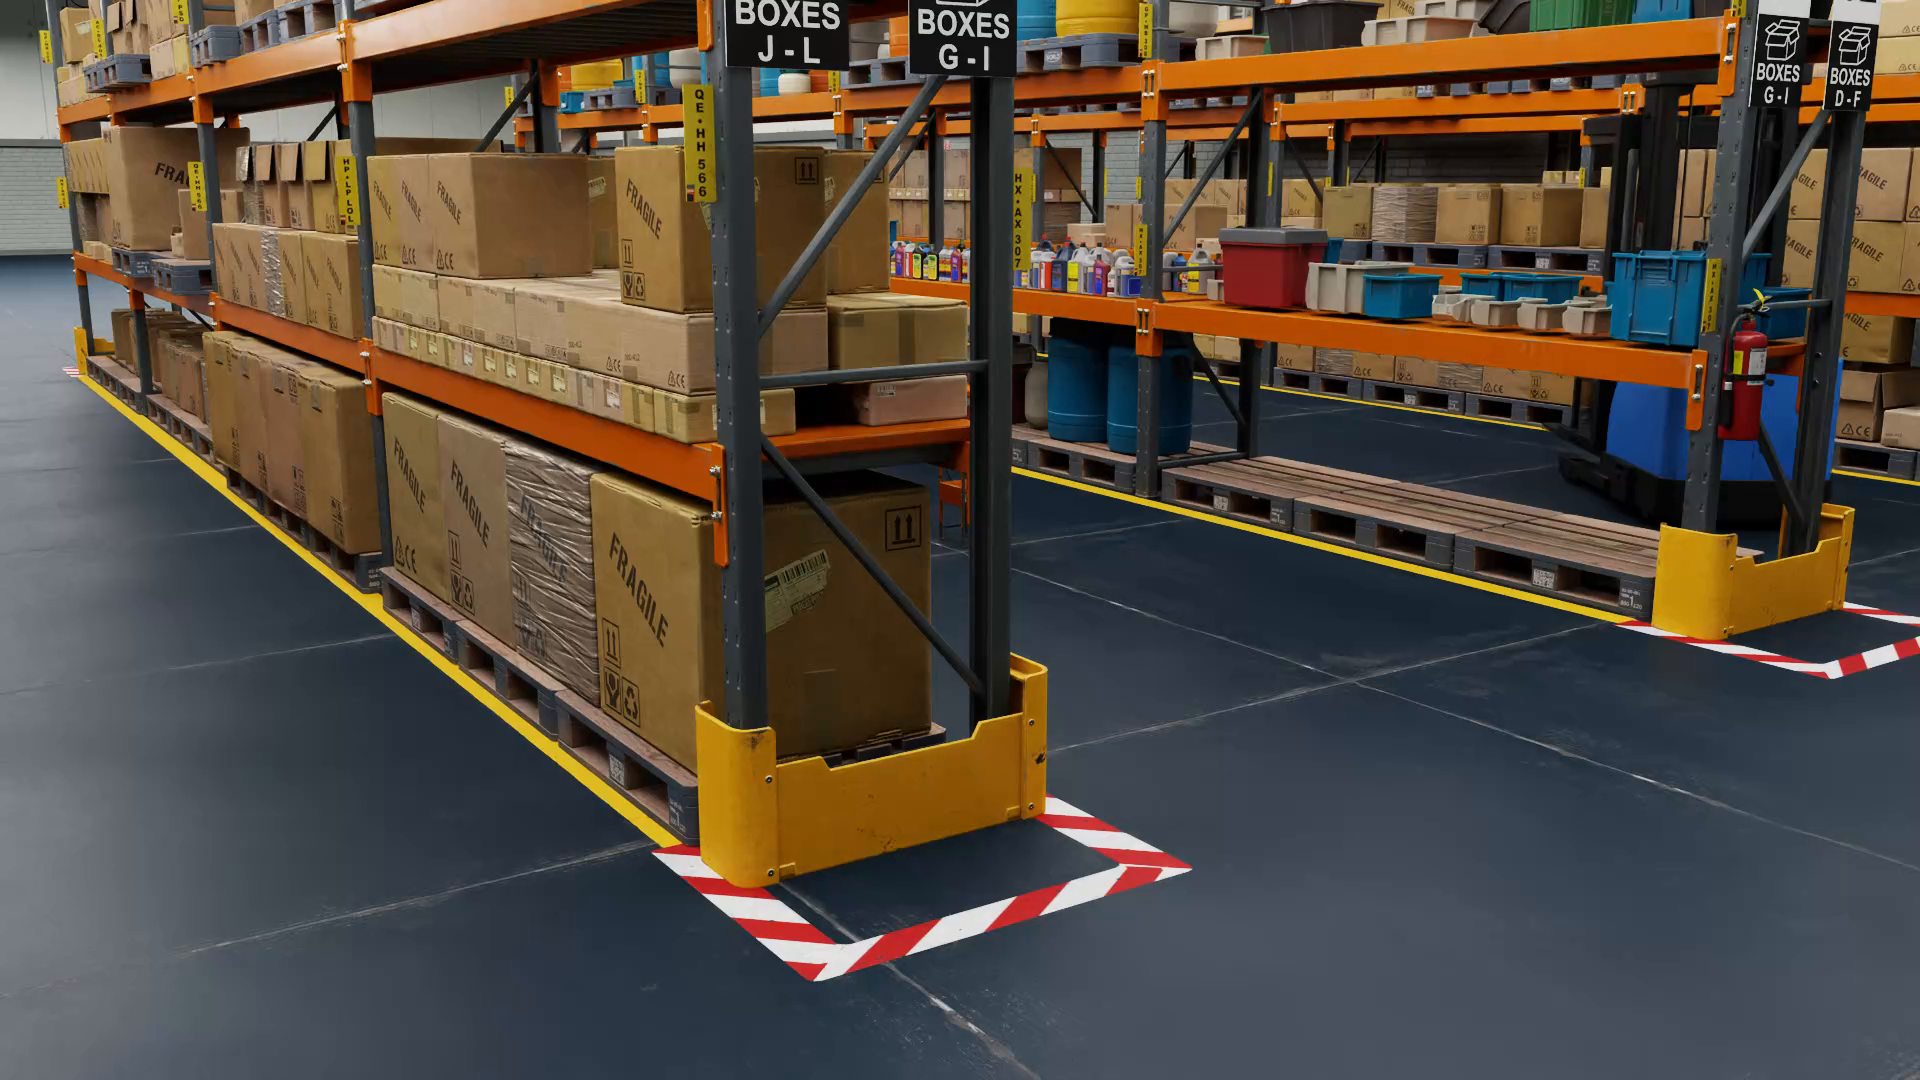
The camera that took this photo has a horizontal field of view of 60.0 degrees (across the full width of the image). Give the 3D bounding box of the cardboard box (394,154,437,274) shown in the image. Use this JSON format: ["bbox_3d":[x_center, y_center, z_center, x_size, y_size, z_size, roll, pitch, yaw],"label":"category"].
[{"bbox_3d":[-2.175,-1.454,7.387,0.500,0.500,0.500,-8,15,-33],"label":"cardboard box"}]

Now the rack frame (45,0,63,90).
[{"bbox_3d":[-9.143,-6.284,17.534,1.000,3.000,0.127,-8,15,-33],"label":"rack frame"}]

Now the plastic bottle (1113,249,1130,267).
[{"bbox_3d":[1.177,-2.037,12.446,0.152,0.276,0.135,-8,15,-33],"label":"plastic bottle"}]

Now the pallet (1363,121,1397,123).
[{"bbox_3d":[5.698,-5.652,22.105,1.213,0.211,1.003,-8,15,-33],"label":"pallet"}]

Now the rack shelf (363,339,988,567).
[{"bbox_3d":[-1.386,-0.512,6.866,1.077,0.370,4.000,-8,15,-33],"label":"rack shelf"}]

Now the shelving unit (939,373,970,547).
[{"bbox_3d":[0.030,-0.503,9.706,0.215,1.050,0.252,-8,15,-33],"label":"shelving unit"}]

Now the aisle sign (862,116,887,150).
[{"bbox_3d":[-1.185,-5.771,23.144,0.394,0.787,0.004,-8,15,-33],"label":"aisle sign"}]

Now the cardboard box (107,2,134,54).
[{"bbox_3d":[-6.749,-4.268,14.110,0.797,0.503,0.637,-9,15,-36],"label":"cardboard box"}]

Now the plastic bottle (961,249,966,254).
[{"bbox_3d":[0.041,-2.376,14.169,0.097,0.201,0.097,0,12,0],"label":"plastic bottle"}]

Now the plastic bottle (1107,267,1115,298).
[{"bbox_3d":[1.055,-1.758,11.343,0.097,0.201,0.097,0,12,0],"label":"plastic bottle"}]

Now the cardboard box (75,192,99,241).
[{"bbox_3d":[-8.861,-3.447,17.670,0.875,0.500,0.500,-8,15,-33],"label":"cardboard box"}]

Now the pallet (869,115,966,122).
[{"bbox_3d":[-0.524,-5.819,22.634,1.003,0.211,1.213,-8,15,-33],"label":"pallet"}]

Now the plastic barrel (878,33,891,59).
[{"bbox_3d":[-0.504,-4.128,14.436,0.421,0.512,0.421,0,12,0],"label":"plastic barrel"}]

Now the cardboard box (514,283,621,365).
[{"bbox_3d":[-1.330,-0.815,6.224,0.500,0.250,0.500,-9,15,-35],"label":"cardboard box"}]

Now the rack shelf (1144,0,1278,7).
[{"bbox_3d":[2.430,-5.842,18.133,1.077,0.370,4.000,-8,15,-33],"label":"rack shelf"}]

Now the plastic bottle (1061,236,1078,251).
[{"bbox_3d":[0.855,-2.178,12.917,0.144,0.351,0.185,-8,15,-33],"label":"plastic bottle"}]

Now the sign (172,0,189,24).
[{"bbox_3d":[-5.163,-3.585,11.001,0.100,0.325,0.005,-8,15,-33],"label":"sign"}]

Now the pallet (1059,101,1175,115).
[{"bbox_3d":[1.822,-5.031,19.270,0.805,0.209,1.217,-9,15,-35],"label":"pallet"}]

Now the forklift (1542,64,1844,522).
[{"bbox_3d":[4.838,-1.809,11.273,1.130,2.935,3.031,0,12,2],"label":"forklift"}]

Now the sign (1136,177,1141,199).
[{"bbox_3d":[2.776,-5.471,25.832,0.100,0.325,0.005,-8,15,-33],"label":"sign"}]

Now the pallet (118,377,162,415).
[{"bbox_3d":[-7.328,-1.395,15.747,1.003,0.211,1.213,-8,15,-33],"label":"pallet"}]

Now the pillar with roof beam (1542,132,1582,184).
[{"bbox_3d":[4.076,-6.444,18.266,9.100,9.000,0.400,-8,15,-33],"label":"pillar with roof beam"}]

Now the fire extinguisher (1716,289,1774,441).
[{"bbox_3d":[3.551,-0.794,7.523,0.296,0.674,0.183,-8,15,-33],"label":"fire extinguisher"}]

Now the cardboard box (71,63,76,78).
[{"bbox_3d":[-8.654,-4.675,16.617,0.380,0.149,0.250,-8,15,-33],"label":"cardboard box"}]

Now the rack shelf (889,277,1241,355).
[{"bbox_3d":[0.521,-1.810,12.800,1.077,0.370,4.000,-8,15,-33],"label":"rack shelf"}]

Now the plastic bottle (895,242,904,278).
[{"bbox_3d":[-0.472,-2.281,13.543,0.061,0.283,0.133,-8,15,-33],"label":"plastic bottle"}]

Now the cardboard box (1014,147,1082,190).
[{"bbox_3d":[1.071,-4.575,20.489,0.700,0.500,0.500,-8,15,-32],"label":"cardboard box"}]

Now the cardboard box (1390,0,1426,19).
[{"bbox_3d":[4.340,-4.845,15.402,0.500,0.500,0.500,-8,15,-33],"label":"cardboard box"}]

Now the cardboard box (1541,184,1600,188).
[{"bbox_3d":[7.392,-4.036,20.031,0.700,0.500,0.500,-10,16,-39],"label":"cardboard box"}]

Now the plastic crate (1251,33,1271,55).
[{"bbox_3d":[2.115,-3.128,10.618,0.450,0.188,0.662,-8,15,-33],"label":"plastic crate"}]

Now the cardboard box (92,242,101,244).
[{"bbox_3d":[-8.646,-2.972,17.017,0.380,0.149,0.250,-8,15,-33],"label":"cardboard box"}]

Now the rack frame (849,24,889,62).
[{"bbox_3d":[-0.587,-5.448,13.709,1.000,3.000,0.127,-8,15,-33],"label":"rack frame"}]

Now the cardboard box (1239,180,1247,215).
[{"bbox_3d":[4.373,-4.930,23.934,0.500,0.500,0.500,-9,15,-34],"label":"cardboard box"}]

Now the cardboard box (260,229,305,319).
[{"bbox_3d":[-3.818,-1.590,9.875,0.500,0.500,0.500,-8,15,-33],"label":"cardboard box"}]

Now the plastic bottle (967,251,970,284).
[{"bbox_3d":[0.152,-2.094,12.708,0.152,0.276,0.135,-8,15,-33],"label":"plastic bottle"}]

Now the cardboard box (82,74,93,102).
[{"bbox_3d":[-7.964,-4.268,15.689,0.500,0.250,0.500,-8,15,-33],"label":"cardboard box"}]

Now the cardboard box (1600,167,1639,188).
[{"bbox_3d":[7.713,-4.143,19.055,0.500,0.250,0.500,-8,14,-31],"label":"cardboard box"}]

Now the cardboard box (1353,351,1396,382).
[{"bbox_3d":[4.121,-1.799,15.889,0.500,0.500,0.500,-8,15,-34],"label":"cardboard box"}]

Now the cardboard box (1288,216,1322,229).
[{"bbox_3d":[4.929,-4.386,23.200,0.500,0.250,0.500,-8,15,-33],"label":"cardboard box"}]

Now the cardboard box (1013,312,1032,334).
[{"bbox_3d":[0.884,-2.732,20.788,0.500,0.250,0.500,-8,15,-33],"label":"cardboard box"}]

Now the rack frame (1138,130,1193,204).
[{"bbox_3d":[3.228,-5.112,26.218,1.000,3.000,0.127,-8,15,-33],"label":"rack frame"}]

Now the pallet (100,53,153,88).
[{"bbox_3d":[-6.096,-3.709,13.220,1.213,0.211,1.003,-8,15,-33],"label":"pallet"}]

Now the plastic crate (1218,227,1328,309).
[{"bbox_3d":[1.915,-1.678,10.221,0.402,0.464,0.583,-8,15,-33],"label":"plastic crate"}]

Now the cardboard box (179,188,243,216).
[{"bbox_3d":[-5.889,-2.600,13.506,0.797,0.503,0.637,-6,14,-27],"label":"cardboard box"}]

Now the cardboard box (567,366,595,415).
[{"bbox_3d":[-1.171,-0.545,5.921,0.380,0.149,0.250,-8,15,-32],"label":"cardboard box"}]

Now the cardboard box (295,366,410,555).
[{"bbox_3d":[-2.865,-0.498,9.108,1.225,0.875,0.875,-8,15,-33],"label":"cardboard box"}]

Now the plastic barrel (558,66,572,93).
[{"bbox_3d":[-4.644,-5.749,20.118,0.600,0.830,0.708,-8,15,-33],"label":"plastic barrel"}]

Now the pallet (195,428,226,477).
[{"bbox_3d":[-5.142,-0.708,12.603,1.003,0.211,1.213,-8,15,-33],"label":"pallet"}]

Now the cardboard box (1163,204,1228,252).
[{"bbox_3d":[2.595,-3.448,18.373,0.500,0.500,0.500,-9,15,-36],"label":"cardboard box"}]

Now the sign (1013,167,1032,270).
[{"bbox_3d":[0.187,-1.034,5.357,0.100,0.325,0.005,-8,15,-33],"label":"sign"}]

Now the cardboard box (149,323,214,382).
[{"bbox_3d":[-7.439,-1.803,15.953,0.500,0.500,0.500,-3,13,-15],"label":"cardboard box"}]

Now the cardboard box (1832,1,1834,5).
[{"bbox_3d":[6.497,-4.118,12.075,0.700,0.500,0.500,-8,15,-33],"label":"cardboard box"}]

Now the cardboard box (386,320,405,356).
[{"bbox_3d":[-2.462,-0.958,7.808,0.380,0.149,0.250,-9,15,-35],"label":"cardboard box"}]

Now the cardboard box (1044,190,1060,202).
[{"bbox_3d":[0.993,-4.203,20.306,0.380,0.149,0.250,-8,15,-33],"label":"cardboard box"}]

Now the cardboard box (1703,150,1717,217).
[{"bbox_3d":[6.068,-2.720,12.702,0.500,0.500,0.500,-9,15,-35],"label":"cardboard box"}]

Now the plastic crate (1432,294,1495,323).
[{"bbox_3d":[2.740,-1.269,9.118,0.298,0.136,0.250,-8,15,-33],"label":"plastic crate"}]

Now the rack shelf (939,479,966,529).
[{"bbox_3d":[0.030,-0.222,9.768,0.215,0.259,0.240,-8,15,-33],"label":"rack shelf"}]
